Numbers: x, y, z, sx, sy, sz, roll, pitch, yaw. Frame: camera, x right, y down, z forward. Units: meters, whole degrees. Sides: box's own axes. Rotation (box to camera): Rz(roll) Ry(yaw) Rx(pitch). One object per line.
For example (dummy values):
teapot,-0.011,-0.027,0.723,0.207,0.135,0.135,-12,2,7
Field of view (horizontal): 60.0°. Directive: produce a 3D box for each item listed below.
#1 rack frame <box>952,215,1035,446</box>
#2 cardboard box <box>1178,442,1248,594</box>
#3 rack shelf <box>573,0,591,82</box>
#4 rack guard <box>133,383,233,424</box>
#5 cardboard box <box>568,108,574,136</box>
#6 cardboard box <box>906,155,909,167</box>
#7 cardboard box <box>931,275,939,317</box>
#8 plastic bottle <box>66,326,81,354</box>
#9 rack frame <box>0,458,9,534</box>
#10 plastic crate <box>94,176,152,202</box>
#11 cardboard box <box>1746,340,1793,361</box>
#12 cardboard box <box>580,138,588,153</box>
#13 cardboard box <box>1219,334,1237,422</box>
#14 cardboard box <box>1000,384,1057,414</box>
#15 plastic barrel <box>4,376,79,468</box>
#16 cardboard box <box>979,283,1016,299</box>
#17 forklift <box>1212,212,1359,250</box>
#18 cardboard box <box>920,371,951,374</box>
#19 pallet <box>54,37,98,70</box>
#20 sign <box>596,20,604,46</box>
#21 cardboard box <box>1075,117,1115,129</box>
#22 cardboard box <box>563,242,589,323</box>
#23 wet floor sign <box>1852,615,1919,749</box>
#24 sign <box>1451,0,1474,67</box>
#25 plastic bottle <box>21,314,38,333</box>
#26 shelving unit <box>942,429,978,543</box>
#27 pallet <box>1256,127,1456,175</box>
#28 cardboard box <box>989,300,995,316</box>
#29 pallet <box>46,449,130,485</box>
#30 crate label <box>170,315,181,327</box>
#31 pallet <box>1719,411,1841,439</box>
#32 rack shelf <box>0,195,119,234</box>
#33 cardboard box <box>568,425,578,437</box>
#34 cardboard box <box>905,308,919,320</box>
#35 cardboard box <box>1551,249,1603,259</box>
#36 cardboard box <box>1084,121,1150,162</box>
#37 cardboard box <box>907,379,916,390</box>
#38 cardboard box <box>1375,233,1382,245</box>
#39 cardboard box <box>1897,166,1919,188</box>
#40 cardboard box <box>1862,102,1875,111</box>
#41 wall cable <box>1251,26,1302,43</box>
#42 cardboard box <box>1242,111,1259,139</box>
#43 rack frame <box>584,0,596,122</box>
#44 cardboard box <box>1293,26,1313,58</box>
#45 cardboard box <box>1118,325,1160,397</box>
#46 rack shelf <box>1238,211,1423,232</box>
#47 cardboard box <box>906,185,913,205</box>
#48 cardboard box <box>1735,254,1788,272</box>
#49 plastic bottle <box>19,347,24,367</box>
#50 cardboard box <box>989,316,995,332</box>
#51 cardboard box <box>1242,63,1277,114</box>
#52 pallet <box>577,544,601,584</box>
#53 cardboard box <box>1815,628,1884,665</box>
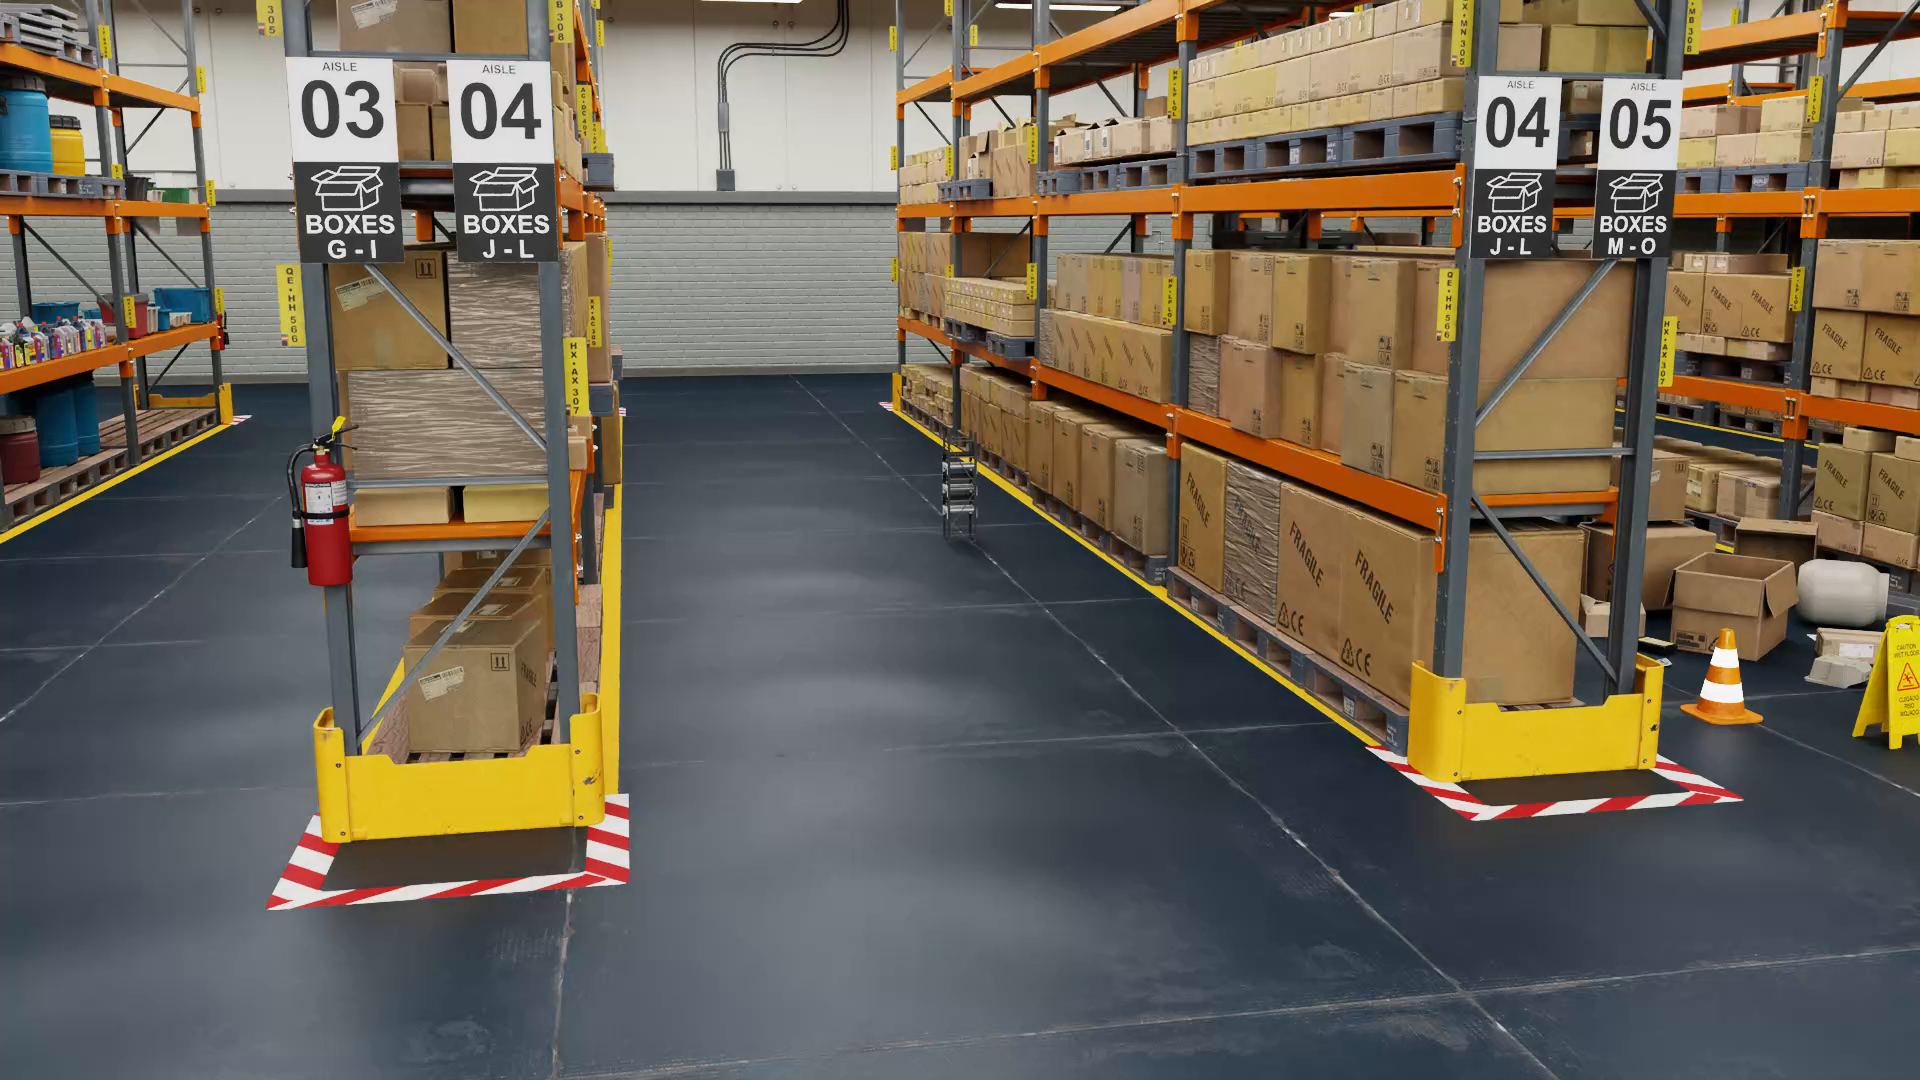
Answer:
rack frame,0.415,-2.598,19.324,1.000,3.000,0.127,-2,11,-11
cardboard box,2.025,-0.175,11.155,0.875,0.875,0.875,-2,11,-10
rack shelf,-3.303,-3.733,12.235,1.077,0.370,4.000,-2,11,-11
rack guard,-10.124,-1.766,21.636,1.175,0.500,0.348,-2,11,-11
cardboard box,-2.392,-2.371,9.442,0.380,0.149,0.250,-2,11,-13
cardboard box,-0.510,-5.005,21.947,0.380,0.149,0.250,-2,11,-11
cardboard box,-0.056,-2.967,20.199,0.500,0.500,0.500,-2,11,-13
plastic bottle,-8.765,-1.975,16.383,0.152,0.276,0.135,-2,11,-11
rack frame,-8.550,-1.522,13.673,1.000,3.000,0.127,-2,11,-11
plastic crate,-9.301,-3.903,18.508,0.497,0.269,0.590,-2,11,-11
cardboard box,6.436,-1.496,13.085,0.380,0.149,0.250,-2,11,-10
cardboard box,-3.162,-3.207,12.898,0.500,0.500,0.500,-2,11,-10
cardboard box,2.184,-1.037,10.722,0.875,0.550,0.550,-2,11,-11
cardboard box,0.694,-1.419,16.687,0.500,0.250,0.500,-2,11,-10
plastic barrel,-9.101,-1.201,16.474,0.600,0.901,0.708,-2,11,-11
cardboard box,0.399,-2.550,17.029,0.380,0.149,0.250,-2,11,-8
forklift,2.888,-1.754,15.074,1.130,2.935,3.031,-2,11,-11
cardboard box,-0.325,-2.130,21.778,0.380,0.149,0.250,-2,11,-9
pallet,-9.137,-4.763,16.230,1.003,0.211,1.213,-2,11,-11
sign,-4.713,-6.632,21.762,0.100,0.325,0.005,-2,11,-11
cardboard box,1.285,-3.942,16.047,0.396,0.266,0.258,-2,11,-11
cardboard box,-2.556,-1.583,10.253,0.500,0.500,0.500,-2,11,-11
wet floor sign,4.697,0.693,8.331,0.267,0.644,0.232,-4,12,-21
sign,2.214,-2.250,7.314,0.100,0.325,0.005,-2,11,-11
plastic bottle,-9.570,-2.148,17.092,0.144,0.351,0.185,-2,11,-11
shelving unit,-0.002,-0.444,13.620,0.258,0.900,0.210,-2,11,-11
pallet,2.354,-2.187,9.379,1.003,0.211,1.213,-2,11,-11
cardboard box,0.495,-2.310,16.566,0.380,0.149,0.250,-2,11,-11
pallet,-9.219,-0.743,17.036,1.003,0.211,1.213,-2,11,-11
crate label,-9.650,-2.643,20.104,0.396,0.136,0.243,-2,11,-11
pallet,10.314,-1.460,20.803,1.003,0.211,1.213,-2,11,-11
rack shelf,-8.939,-3.009,15.387,1.077,0.370,4.000,-2,11,-11
cardboard box,-2.306,-0.541,9.189,0.380,0.149,0.250,-2,11,-11
cardboard box,-0.531,-3.040,22.320,0.380,0.149,0.250,-2,11,-13
cardboard box,6.173,-2.703,16.932,0.500,0.500,0.500,-2,11,-13
cardboard box,1.315,-3.223,13.431,0.500,0.311,0.500,-2,11,-12
cardboard box,-0.515,-2.126,22.549,0.380,0.149,0.250,-2,11,-11
cardboard box,5.379,-3.769,20.801,0.380,0.149,0.250,-2,11,-10
cardboard box,6.780,-2.522,11.573,0.380,0.149,0.250,-2,11,-11
cardboard box,6.980,-3.394,13.424,0.500,0.250,0.500,-2,11,-12
wall cable,6.568,-7.650,29.721,2.988,3.039,0.133,-2,11,-11
cardboard box,1.908,-2.471,9.913,0.380,0.149,0.250,-2,11,-12
rack frame,-4.470,-5.383,17.912,1.000,3.000,0.127,-2,11,-11
cardboard box,2.054,-2.724,9.110,0.380,0.149,0.250,-2,11,-11
cardboard box,1.509,-1.358,12.544,0.500,0.500,0.500,-2,11,-12
rack shelf,4.862,-4.283,22.081,1.077,0.370,4.000,-2,11,-11
cardboard box,-0.428,-4.543,21.922,0.500,0.250,0.500,-2,11,-9
cardboard box,6.750,-2.344,14.069,0.380,0.149,0.250,-1,11,-8
plastic bottle,-8.429,-1.648,14.861,0.097,0.201,0.097,0,11,0
cardboard box,0.504,-2.160,16.569,0.380,0.149,0.250,-2,11,-12
cardboard box,1.990,-2.647,9.775,0.500,0.250,0.500,-2,11,-12
pallet,-3.067,0.258,11.775,1.003,0.211,1.213,-2,11,-11
cardboard box,5.349,0.638,9.947,0.380,0.149,0.250,4,11,18
